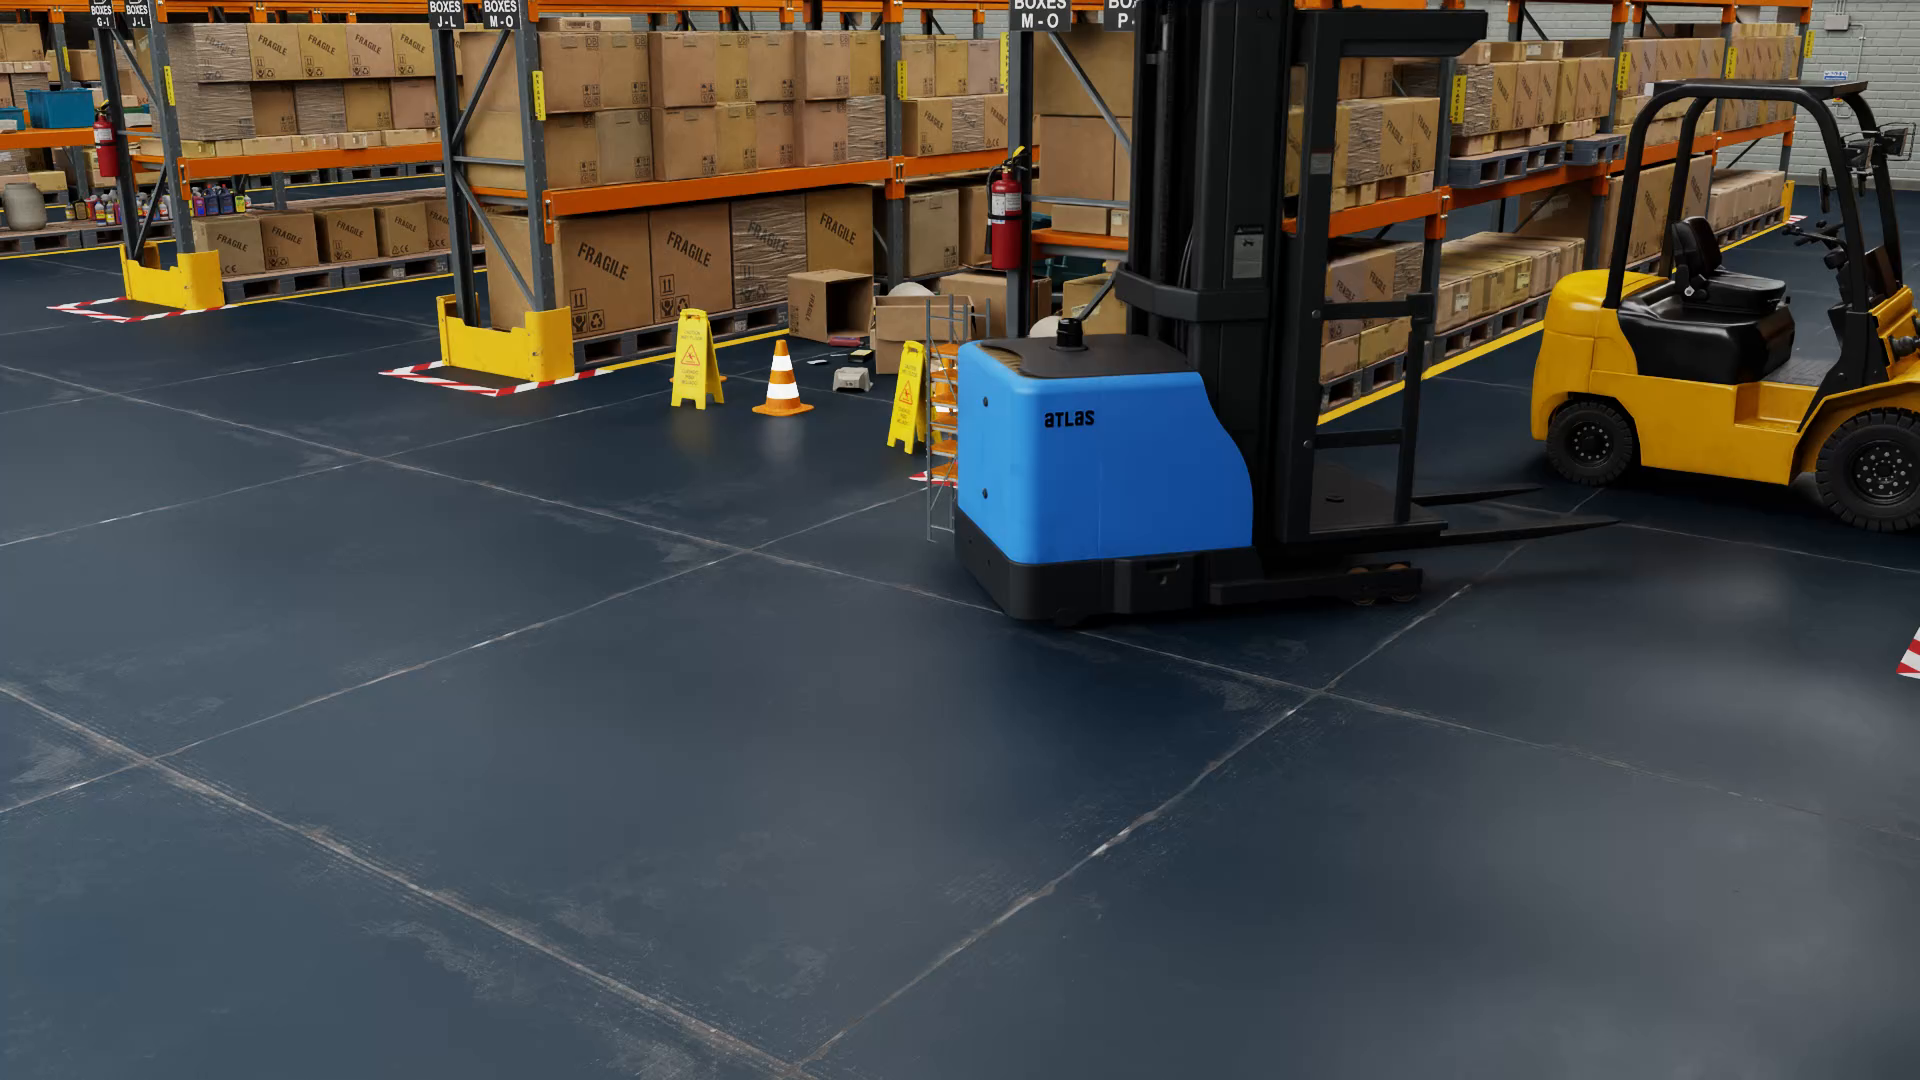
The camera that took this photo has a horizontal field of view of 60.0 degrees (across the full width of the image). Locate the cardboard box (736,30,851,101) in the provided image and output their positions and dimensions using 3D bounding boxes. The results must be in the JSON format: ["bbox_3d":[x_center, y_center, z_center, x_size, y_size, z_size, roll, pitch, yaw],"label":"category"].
[{"bbox_3d":[-1.432,-4.008,14.018,0.875,0.550,0.550,12,21,35],"label":"cardboard box"}]

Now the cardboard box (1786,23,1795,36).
[{"bbox_3d":[9.964,-6.234,20.313,0.380,0.149,0.250,12,21,34],"label":"cardboard box"}]

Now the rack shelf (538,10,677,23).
[{"bbox_3d":[-6.869,-9.776,30.823,1.077,0.370,4.000,12,21,35],"label":"rack shelf"}]

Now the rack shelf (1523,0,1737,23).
[{"bbox_3d":[6.660,-5.321,16.476,1.077,0.370,4.000,12,21,35],"label":"rack shelf"}]

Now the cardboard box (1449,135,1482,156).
[{"bbox_3d":[3.668,-2.959,12.431,0.380,0.149,0.250,13,21,35],"label":"cardboard box"}]

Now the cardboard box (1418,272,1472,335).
[{"bbox_3d":[3.396,-1.874,12.943,0.950,0.372,0.625,13,21,35],"label":"cardboard box"}]

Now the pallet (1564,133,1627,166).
[{"bbox_3d":[5.129,-3.476,14.701,1.213,0.211,1.003,12,21,35],"label":"pallet"}]

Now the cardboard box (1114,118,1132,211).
[{"bbox_3d":[1.207,-2.104,9.291,0.500,0.500,0.500,12,21,34],"label":"cardboard box"}]

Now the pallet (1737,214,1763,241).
[{"bbox_3d":[9.094,-3.836,20.240,1.003,0.211,1.213,12,21,35],"label":"pallet"}]

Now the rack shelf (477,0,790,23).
[{"bbox_3d":[-3.682,-6.120,19.047,1.077,0.370,4.000,12,21,35],"label":"rack shelf"}]

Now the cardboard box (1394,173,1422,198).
[{"bbox_3d":[2.995,-2.492,11.634,0.380,0.149,0.250,13,21,36],"label":"cardboard box"}]

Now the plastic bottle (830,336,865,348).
[{"bbox_3d":[-0.880,-1.570,13.197,0.283,0.061,0.133,5,18,16],"label":"plastic bottle"}]

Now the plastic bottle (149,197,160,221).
[{"bbox_3d":[-9.520,-3.914,19.650,0.097,0.271,0.097,0,17,0],"label":"plastic bottle"}]

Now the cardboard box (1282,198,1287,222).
[{"bbox_3d":[1.748,-2.006,10.069,0.380,0.149,0.250,13,22,36],"label":"cardboard box"}]

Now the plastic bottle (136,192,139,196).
[{"bbox_3d":[-10.031,-4.109,20.144,0.144,0.351,0.185,12,21,34],"label":"plastic bottle"}]

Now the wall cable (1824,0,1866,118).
[{"bbox_3d":[13.576,-7.509,25.599,0.585,1.953,0.123,12,21,35],"label":"wall cable"}]

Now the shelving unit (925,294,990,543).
[{"bbox_3d":[-0.009,-0.570,8.055,0.258,1.200,0.189,12,21,35],"label":"shelving unit"}]

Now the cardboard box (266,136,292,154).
[{"bbox_3d":[-6.438,-3.684,15.471,0.380,0.149,0.250,12,21,35],"label":"cardboard box"}]

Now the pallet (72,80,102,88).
[{"bbox_3d":[-14.764,-7.853,28.796,1.213,0.211,1.003,12,21,35],"label":"pallet"}]

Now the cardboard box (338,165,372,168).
[{"bbox_3d":[-9.943,-6.333,27.051,0.500,0.500,0.500,14,22,37],"label":"cardboard box"}]

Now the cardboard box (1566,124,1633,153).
[{"bbox_3d":[5.962,-3.756,15.535,0.500,0.250,0.500,12,21,34],"label":"cardboard box"}]

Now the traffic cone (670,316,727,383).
[{"bbox_3d":[-1.877,-1.365,11.859,0.336,0.463,0.334,12,21,35],"label":"traffic cone"}]

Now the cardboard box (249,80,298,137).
[{"bbox_3d":[-6.706,-4.058,15.583,0.875,0.500,0.500,12,21,35],"label":"cardboard box"}]

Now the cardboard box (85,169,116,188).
[{"bbox_3d":[-12.388,-5.245,24.005,0.500,0.250,0.500,12,21,33],"label":"cardboard box"}]

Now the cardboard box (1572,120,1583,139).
[{"bbox_3d":[5.090,-3.514,14.216,0.380,0.149,0.250,11,20,32],"label":"cardboard box"}]

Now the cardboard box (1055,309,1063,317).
[{"bbox_3d":[0.876,-1.683,13.214,0.258,0.266,0.396,-1,17,-3],"label":"cardboard box"}]

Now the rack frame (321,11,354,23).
[{"bbox_3d":[-12.041,-9.086,32.443,1.000,3.000,0.127,12,21,35],"label":"rack frame"}]

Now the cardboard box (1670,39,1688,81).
[{"bbox_3d":[6.871,-4.715,16.515,0.500,0.500,0.500,13,21,36],"label":"cardboard box"}]

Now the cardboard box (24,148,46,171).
[{"bbox_3d":[-13.355,-5.496,23.548,0.500,0.500,0.500,12,21,35],"label":"cardboard box"}]

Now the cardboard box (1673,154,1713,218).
[{"bbox_3d":[7.547,-3.733,18.080,0.875,0.875,0.875,13,22,36],"label":"cardboard box"}]

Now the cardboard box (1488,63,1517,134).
[{"bbox_3d":[3.893,-3.374,12.672,0.500,0.500,0.500,12,21,35],"label":"cardboard box"}]

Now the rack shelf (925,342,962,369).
[{"bbox_3d":[-0.009,-0.871,7.961,0.258,0.103,0.180,12,21,35],"label":"rack shelf"}]

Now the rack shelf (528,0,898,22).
[{"bbox_3d":[-2.142,-4.266,13.079,1.077,0.370,4.000,12,21,35],"label":"rack shelf"}]

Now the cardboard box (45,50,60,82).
[{"bbox_3d":[-15.421,-7.976,27.961,0.700,0.500,0.500,12,21,35],"label":"cardboard box"}]

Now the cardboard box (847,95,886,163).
[{"bbox_3d":[-1.161,-3.635,14.640,0.875,0.550,0.550,12,21,35],"label":"cardboard box"}]

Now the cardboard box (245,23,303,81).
[{"bbox_3d":[-6.407,-4.470,15.223,0.500,0.500,0.500,12,21,35],"label":"cardboard box"}]

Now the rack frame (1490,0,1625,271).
[{"bbox_3d":[5.468,-3.756,15.280,1.000,3.000,0.127,12,21,35],"label":"rack frame"}]

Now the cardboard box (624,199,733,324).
[{"bbox_3d":[-2.460,-2.270,13.370,0.875,0.875,0.875,12,21,34],"label":"cardboard box"}]

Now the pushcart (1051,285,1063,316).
[{"bbox_3d":[1.224,-1.942,13.860,1.648,0.377,0.936,5,18,16],"label":"pushcart"}]

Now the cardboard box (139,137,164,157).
[{"bbox_3d":[-7.253,-3.586,15.157,0.380,0.149,0.250,12,21,35],"label":"cardboard box"}]

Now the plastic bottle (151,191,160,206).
[{"bbox_3d":[-9.836,-4.131,20.347,0.097,0.271,0.097,0,17,0],"label":"plastic bottle"}]

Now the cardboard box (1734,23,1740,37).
[{"bbox_3d":[8.388,-5.637,18.389,0.380,0.149,0.250,13,21,35],"label":"cardboard box"}]

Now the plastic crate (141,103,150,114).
[{"bbox_3d":[-9.293,-5.047,19.689,0.499,0.251,0.616,12,21,35],"label":"plastic crate"}]

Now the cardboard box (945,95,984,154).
[{"bbox_3d":[-0.121,-3.900,15.575,0.500,0.500,0.500,13,21,35],"label":"cardboard box"}]

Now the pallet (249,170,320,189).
[{"bbox_3d":[-10.966,-5.737,26.364,1.003,0.211,1.213,12,21,35],"label":"pallet"}]

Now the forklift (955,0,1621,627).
[{"bbox_3d":[1.551,-1.256,7.346,3.031,2.935,1.130,-5,18,-14],"label":"forklift"}]

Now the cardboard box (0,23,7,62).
[{"bbox_3d":[-13.387,-6.746,22.552,0.700,0.500,0.500,12,21,35],"label":"cardboard box"}]

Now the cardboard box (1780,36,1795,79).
[{"bbox_3d":[9.851,-5.900,20.330,0.500,0.500,0.500,13,21,35],"label":"cardboard box"}]

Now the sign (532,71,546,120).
[{"bbox_3d":[-2.892,-3.053,11.423,0.100,0.325,0.005,12,21,35],"label":"sign"}]

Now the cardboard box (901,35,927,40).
[{"bbox_3d":[-0.899,-6.671,22.809,0.797,0.503,0.637,13,21,35],"label":"cardboard box"}]

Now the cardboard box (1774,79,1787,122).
[{"bbox_3d":[9.849,-5.430,20.504,0.500,0.500,0.500,12,21,34],"label":"cardboard box"}]

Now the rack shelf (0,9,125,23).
[{"bbox_3d":[-15.616,-8.745,27.503,1.077,0.370,4.000,12,21,35],"label":"rack shelf"}]

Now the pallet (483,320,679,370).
[{"bbox_3d":[-2.920,-1.573,12.955,1.003,0.211,1.213,12,21,35],"label":"pallet"}]

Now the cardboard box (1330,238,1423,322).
[{"bbox_3d":[2.948,-1.860,11.840,0.500,0.500,0.500,12,21,34],"label":"cardboard box"}]

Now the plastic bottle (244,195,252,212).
[{"bbox_3d":[-8.817,-4.162,20.564,0.097,0.201,0.097,0,17,0],"label":"plastic bottle"}]
